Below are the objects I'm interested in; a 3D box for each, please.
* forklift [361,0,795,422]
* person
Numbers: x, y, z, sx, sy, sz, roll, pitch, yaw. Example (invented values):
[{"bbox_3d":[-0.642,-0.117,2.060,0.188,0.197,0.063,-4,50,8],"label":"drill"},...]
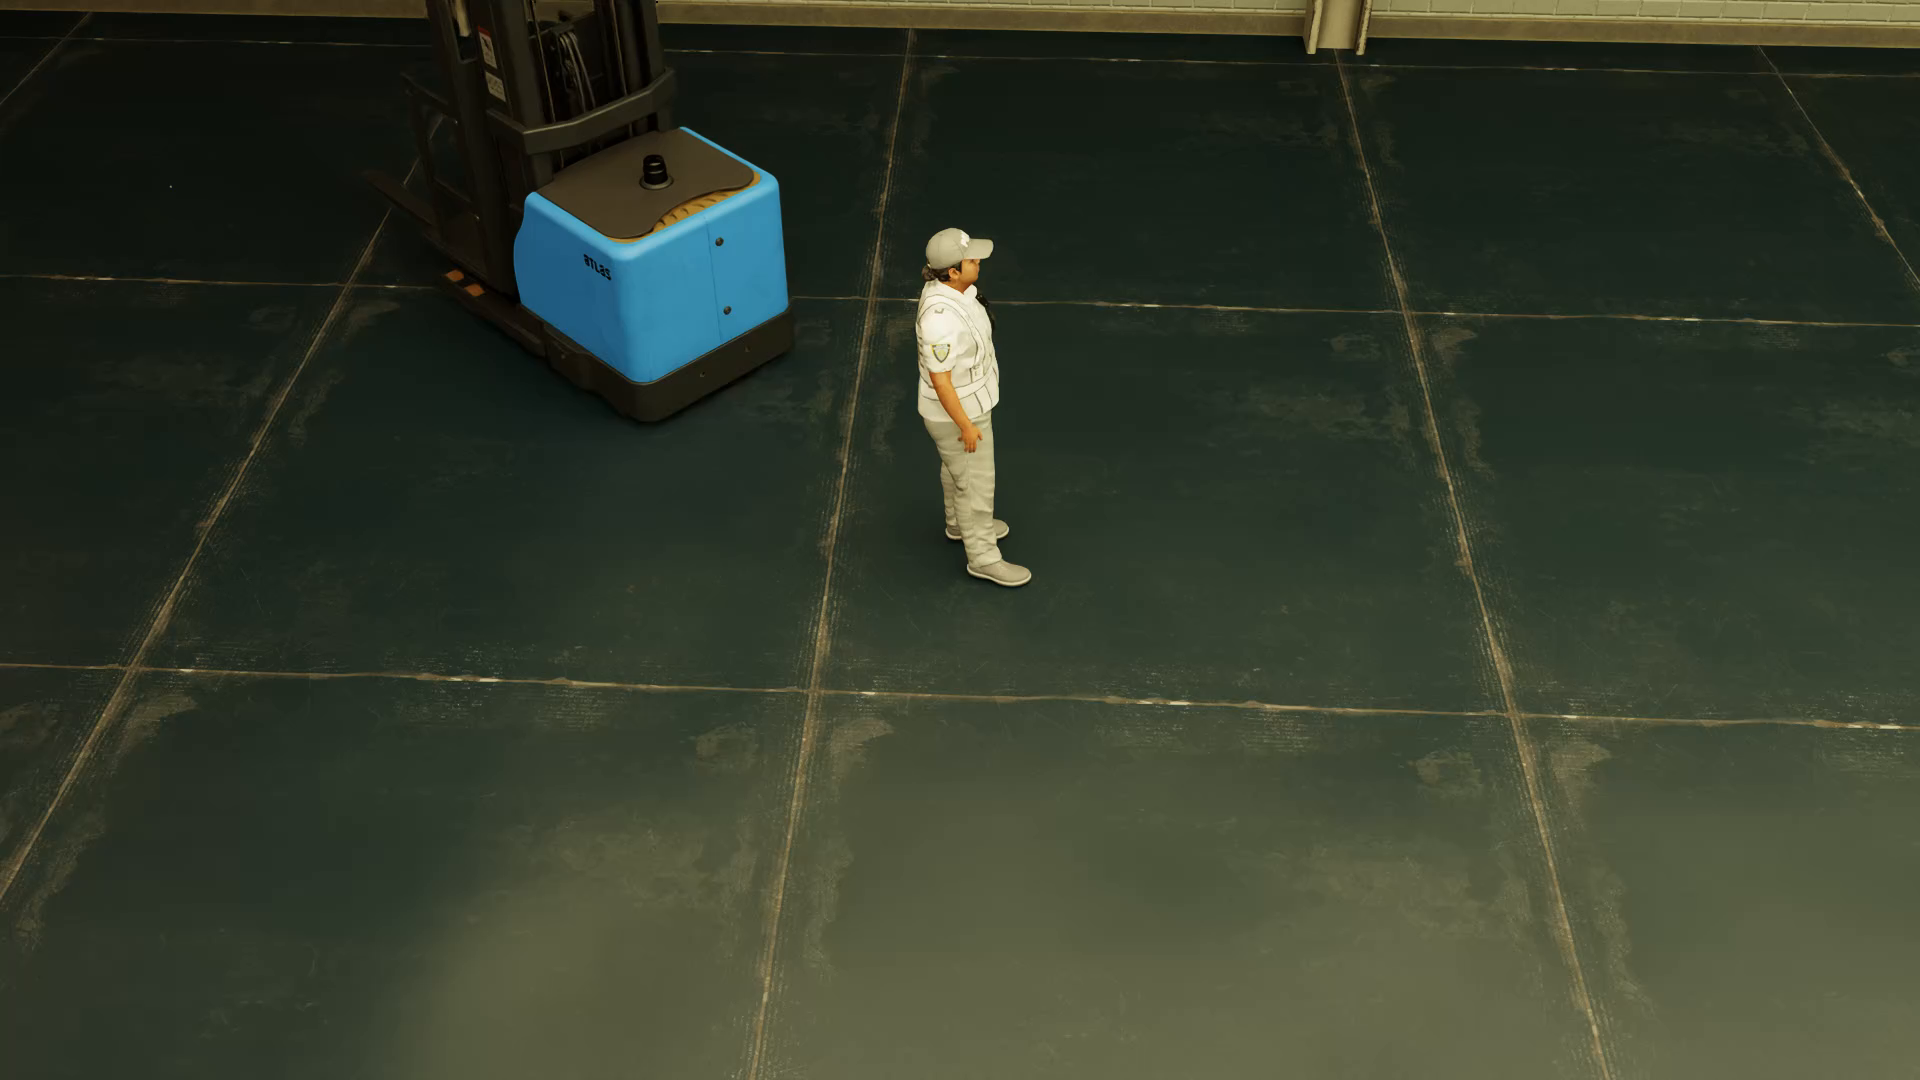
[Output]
[{"bbox_3d":[-2.293,-2.568,8.555,3.031,2.935,1.130,34,52,31],"label":"forklift"},{"bbox_3d":[0.075,-0.604,7.329,0.529,1.670,0.598,2,42,2],"label":"person"}]
